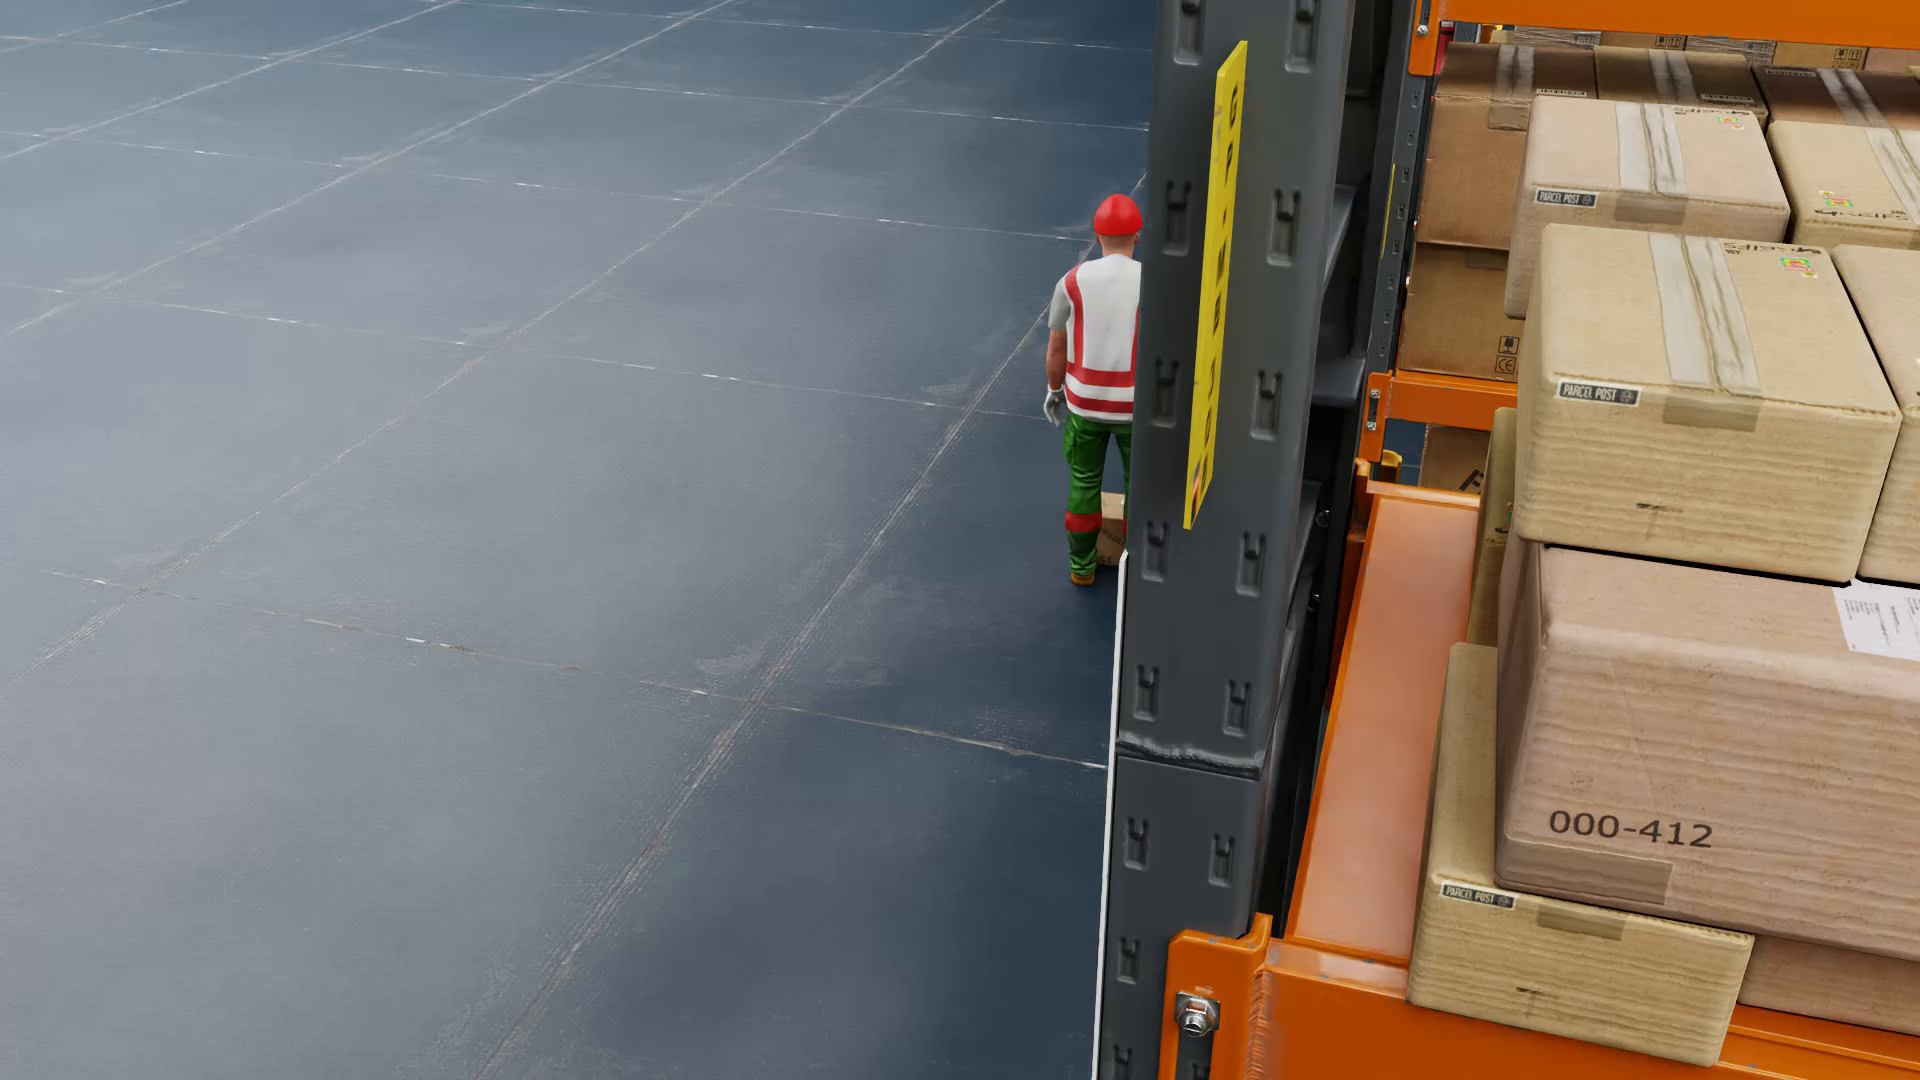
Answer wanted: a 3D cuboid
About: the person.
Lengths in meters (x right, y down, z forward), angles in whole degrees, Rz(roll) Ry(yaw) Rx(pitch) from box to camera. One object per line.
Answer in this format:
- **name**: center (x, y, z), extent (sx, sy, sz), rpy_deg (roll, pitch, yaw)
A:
- **person**: center (0.668, -0.610, 7.215), extent (0.610, 1.777, 0.451), rpy_deg (7, 30, 12)
